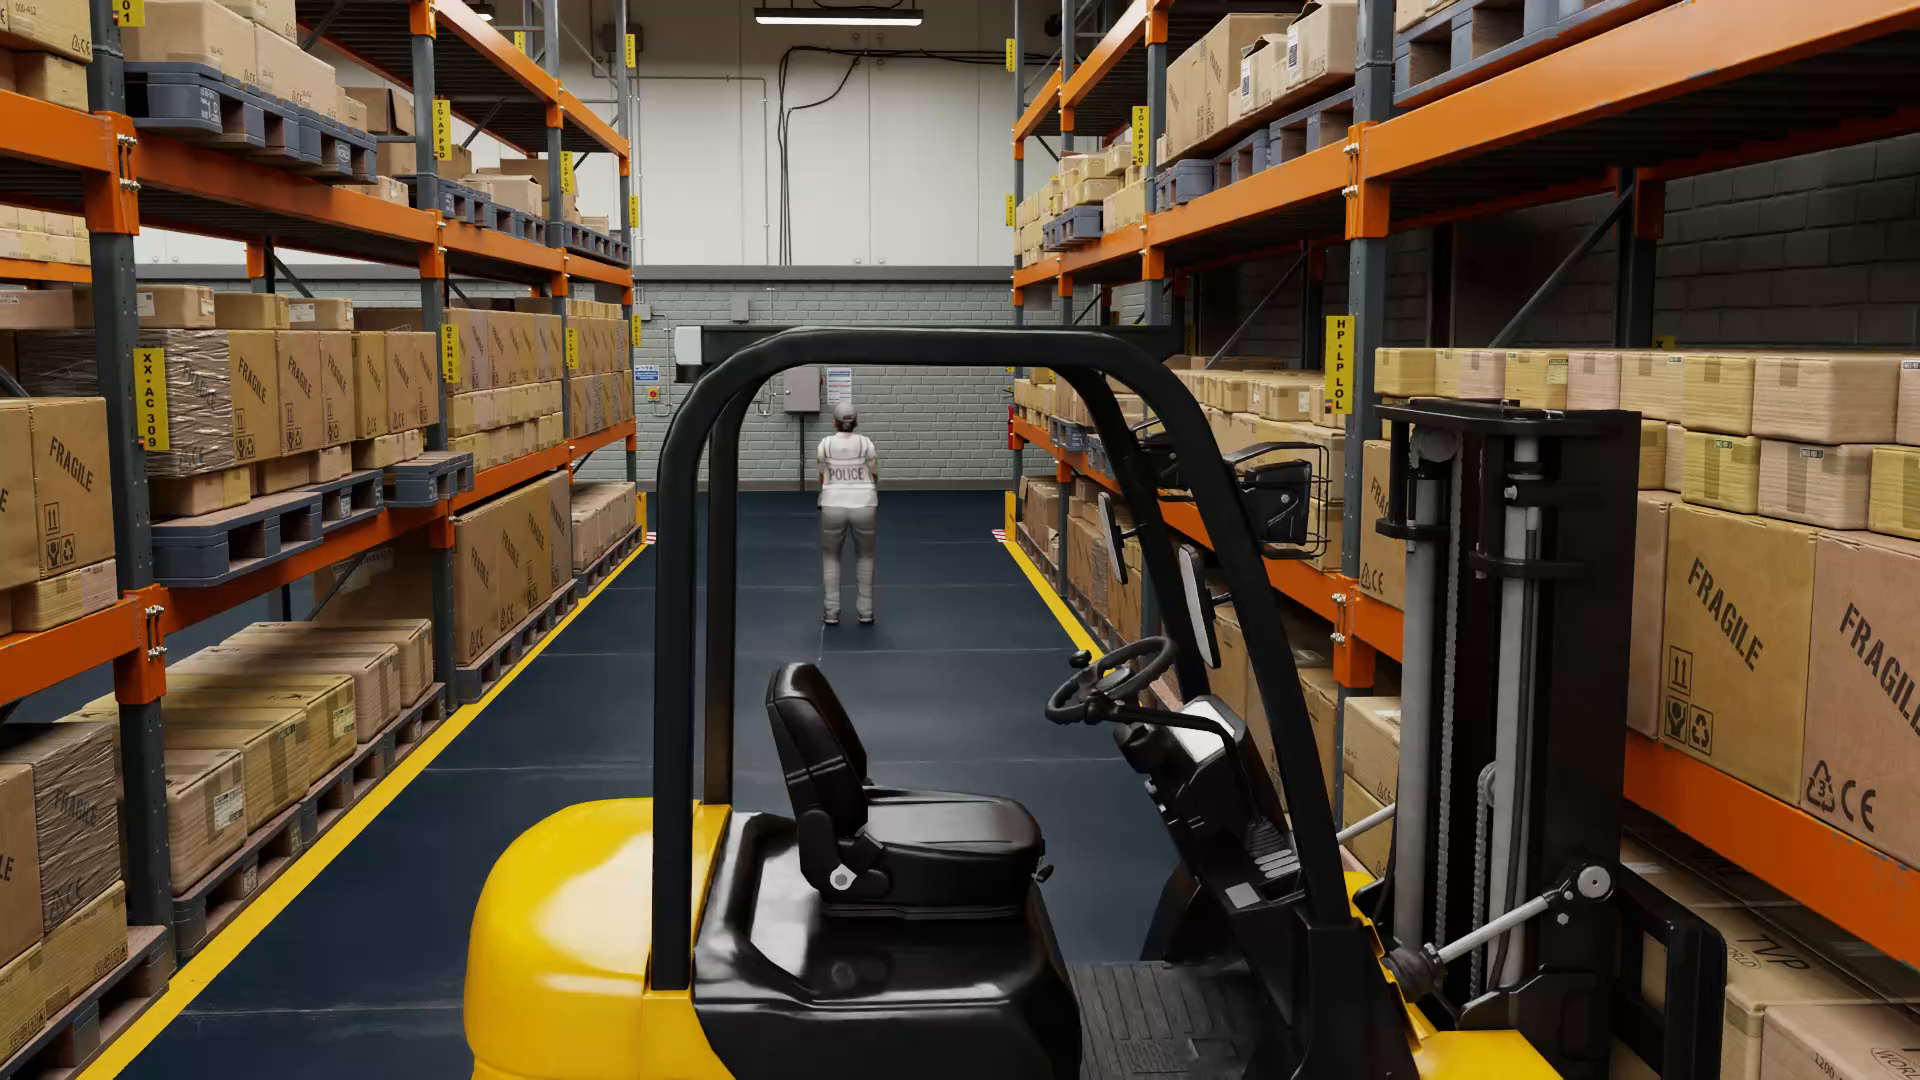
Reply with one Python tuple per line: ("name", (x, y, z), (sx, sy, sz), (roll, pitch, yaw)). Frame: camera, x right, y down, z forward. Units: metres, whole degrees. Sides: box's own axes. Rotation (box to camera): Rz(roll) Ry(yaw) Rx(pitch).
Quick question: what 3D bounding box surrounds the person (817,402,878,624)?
("person", (-0.841, -0.207, 12.478), (0.455, 1.660, 0.515), (0, 7, -3))
